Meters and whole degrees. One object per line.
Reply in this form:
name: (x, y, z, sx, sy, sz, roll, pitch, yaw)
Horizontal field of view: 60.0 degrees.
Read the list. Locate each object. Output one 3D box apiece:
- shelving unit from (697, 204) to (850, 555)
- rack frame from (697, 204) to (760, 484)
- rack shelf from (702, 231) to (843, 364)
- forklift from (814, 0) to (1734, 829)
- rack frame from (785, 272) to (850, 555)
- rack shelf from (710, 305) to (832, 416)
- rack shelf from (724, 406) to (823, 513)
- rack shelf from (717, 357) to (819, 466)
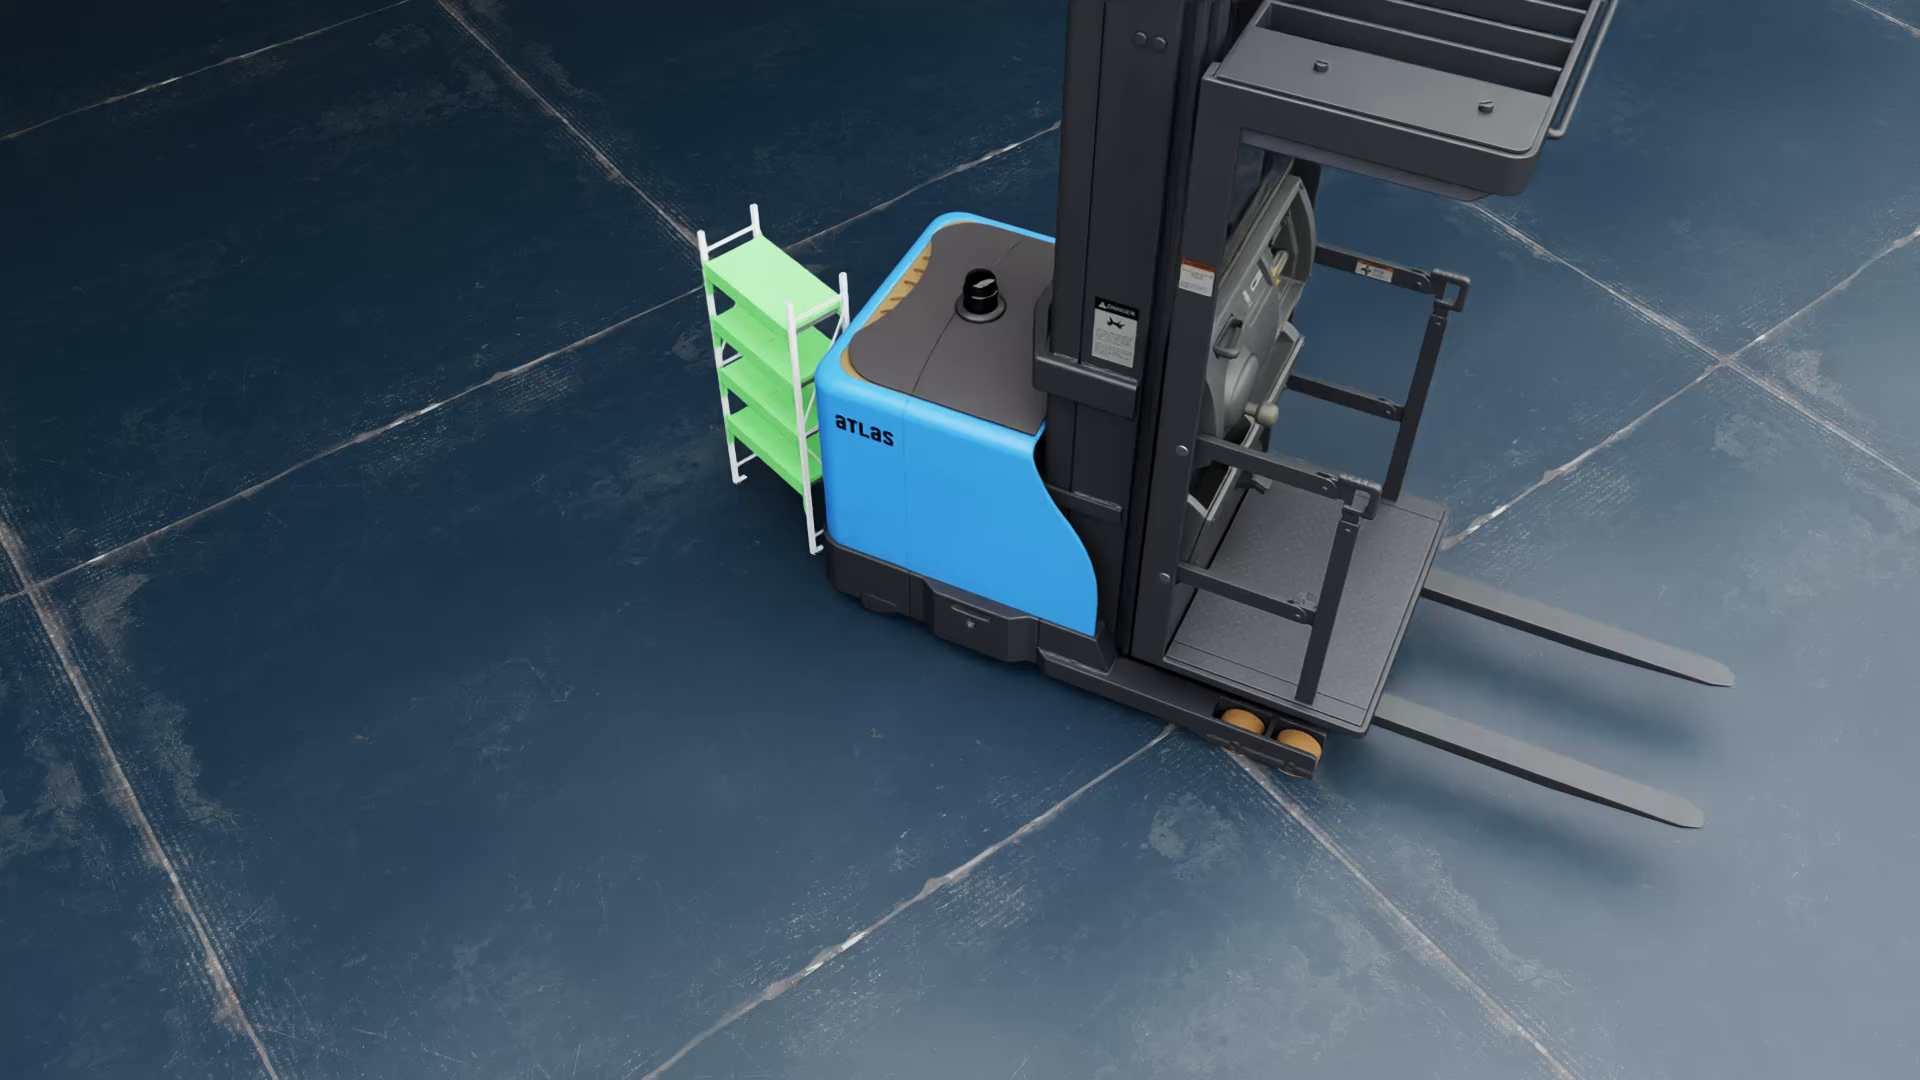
shelving unit: (-0.625, -0.546, 5.935, 0.258, 1.200, 0.503, -33, 56, -26)
rack frame: (-0.786, -0.682, 6.059, 0.240, 1.200, 0.015, -33, 56, -26)
rack shelf: (-0.625, -0.826, 5.627, 0.258, 0.148, 0.480, -33, 56, -26)
forklift: (1.073, -0.649, 4.860, 3.031, 2.935, 1.130, 20, 51, 17)
rack frame: (-0.465, -0.410, 5.812, 0.240, 1.200, 0.015, -33, 56, -26)
rack shelf: (-0.625, -0.664, 5.805, 0.258, 0.148, 0.480, -33, 56, -26)
rack shelf: (-0.625, -0.342, 6.160, 0.258, 0.148, 0.480, -33, 56, -26)
rack shelf: (-0.625, -0.503, 5.983, 0.258, 0.148, 0.480, -33, 56, -26)
